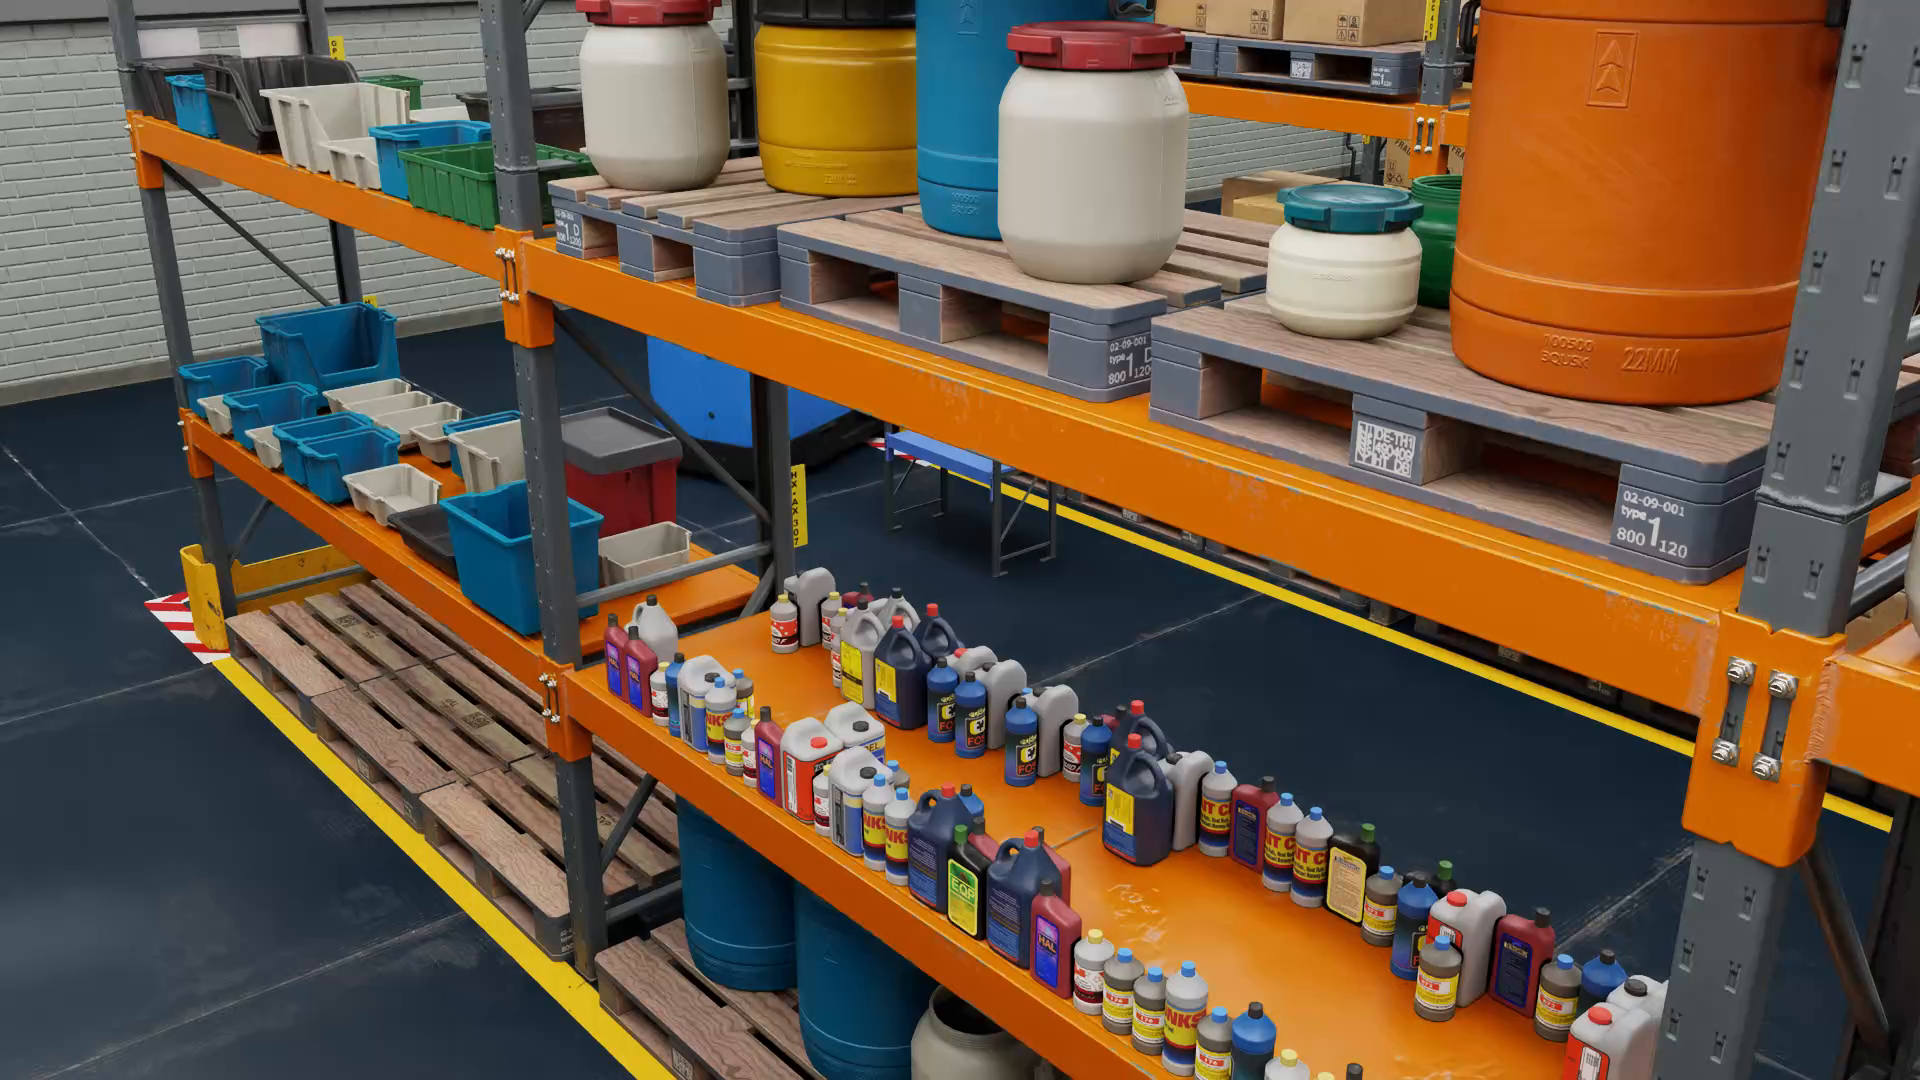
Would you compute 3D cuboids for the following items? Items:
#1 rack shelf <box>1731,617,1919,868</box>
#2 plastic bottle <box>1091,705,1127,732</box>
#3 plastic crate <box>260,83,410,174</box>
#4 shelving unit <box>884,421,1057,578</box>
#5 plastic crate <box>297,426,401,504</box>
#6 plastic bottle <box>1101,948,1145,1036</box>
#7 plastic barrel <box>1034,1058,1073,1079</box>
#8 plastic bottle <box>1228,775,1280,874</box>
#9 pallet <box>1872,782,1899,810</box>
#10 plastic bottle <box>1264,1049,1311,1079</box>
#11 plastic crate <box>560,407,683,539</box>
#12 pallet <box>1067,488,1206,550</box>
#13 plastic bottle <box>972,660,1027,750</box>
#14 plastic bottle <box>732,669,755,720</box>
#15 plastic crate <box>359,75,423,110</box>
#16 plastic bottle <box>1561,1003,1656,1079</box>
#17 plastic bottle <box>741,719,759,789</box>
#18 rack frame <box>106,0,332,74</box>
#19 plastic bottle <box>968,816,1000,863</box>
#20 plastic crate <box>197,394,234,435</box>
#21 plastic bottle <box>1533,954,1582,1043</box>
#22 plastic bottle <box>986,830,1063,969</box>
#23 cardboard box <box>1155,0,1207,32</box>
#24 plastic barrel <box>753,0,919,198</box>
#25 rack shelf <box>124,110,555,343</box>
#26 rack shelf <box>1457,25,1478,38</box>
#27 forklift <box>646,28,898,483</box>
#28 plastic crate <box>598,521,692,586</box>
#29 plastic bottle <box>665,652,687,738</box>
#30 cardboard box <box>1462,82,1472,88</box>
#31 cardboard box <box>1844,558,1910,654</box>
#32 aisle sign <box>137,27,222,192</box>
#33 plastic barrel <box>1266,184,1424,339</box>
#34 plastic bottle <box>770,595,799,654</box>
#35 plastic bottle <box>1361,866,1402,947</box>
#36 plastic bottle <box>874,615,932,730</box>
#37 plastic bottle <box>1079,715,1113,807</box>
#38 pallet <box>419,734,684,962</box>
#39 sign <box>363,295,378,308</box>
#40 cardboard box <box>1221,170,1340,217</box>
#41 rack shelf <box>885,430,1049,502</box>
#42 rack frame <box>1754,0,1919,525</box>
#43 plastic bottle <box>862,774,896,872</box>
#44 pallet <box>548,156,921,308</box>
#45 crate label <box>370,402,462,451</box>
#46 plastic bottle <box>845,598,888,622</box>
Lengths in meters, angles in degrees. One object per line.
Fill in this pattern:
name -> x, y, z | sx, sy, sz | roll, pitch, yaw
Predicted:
rack shelf -> 2.873, 0.730, 1.381 | 1.077, 0.370, 4.000 | -17, 27, -37
plastic bottle -> 0.451, 0.615, 4.962 | 0.061, 0.283, 0.133 | -17, 27, -37
plastic crate -> -2.442, -1.627, 6.575 | 0.437, 0.282, 0.530 | -17, 27, -37
shelving unit -> 0.056, -0.675, 10.150 | 0.538, 1.500, 1.048 | -17, 27, -37
plastic crate -> -2.687, -0.328, 7.356 | 0.416, 0.233, 0.300 | -17, 27, -37
plastic bottle -> 0.387, 1.060, 3.938 | 0.097, 0.201, 0.097 | 0, 21, 0
plastic barrel -> 0.498, 1.723, 4.703 | 0.600, 0.588, 0.708 | -17, 27, -37
plastic bottle -> 0.810, 0.767, 4.574 | 0.061, 0.283, 0.133 | -17, 27, -37
pallet -> 4.862, 1.122, 7.329 | 1.003, 0.211, 1.213 | -17, 27, -37
plastic bottle -> 0.705, 1.194, 3.594 | 0.097, 0.201, 0.097 | 0, 21, 0
plastic crate -> -1.436, -0.230, 6.789 | 0.402, 0.464, 0.583 | -17, 27, -37
pallet -> 1.471, -0.313, 10.994 | 1.003, 0.211, 1.213 | -17, 27, -37
plastic bottle -> 0.114, 0.501, 5.262 | 0.152, 0.276, 0.135 | -17, 27, -37
plastic bottle -> -0.709, 0.511, 5.339 | 0.097, 0.201, 0.097 | 0, 21, 0
plastic crate -> -2.794, -2.065, 7.821 | 0.450, 0.188, 0.336 | -17, 27, -37
plastic bottle -> 1.415, 1.136, 3.640 | 0.152, 0.276, 0.135 | -17, 27, -37
plastic bottle -> -0.609, 0.638, 5.014 | 0.097, 0.201, 0.097 | 0, 21, 0
rack frame -> -3.655, -3.765, 7.757 | 1.000, 3.000, 0.127 | -17, 27, -37
plastic bottle -> 0.072, 0.865, 4.323 | 0.061, 0.283, 0.133 | -17, 27, -37
plastic crate -> -3.596, -0.622, 8.238 | 0.250, 0.136, 0.298 | -17, 27, -37
plastic bottle -> 1.411, 1.069, 3.913 | 0.097, 0.201, 0.097 | 0, 21, 0
plastic bottle -> 0.162, 0.882, 4.187 | 0.144, 0.351, 0.185 | -17, 27, -37
cardboard box -> 1.571, -3.260, 9.732 | 0.700, 0.500, 0.500 | -16, 26, -35
plastic barrel -> -0.294, -1.342, 4.851 | 0.600, 0.588, 0.600 | 0, 21, 0
rack shelf -> -2.349, -1.481, 7.025 | 1.077, 0.370, 4.000 | -17, 27, -37
rack shelf -> 5.227, -3.812, 12.978 | 1.077, 0.370, 4.000 | -17, 27, -37
forklift -> -1.018, -2.240, 12.185 | 1.130, 2.935, 3.031 | 11, 24, 26
plastic crate -> -1.239, 0.066, 6.482 | 0.396, 0.136, 0.243 | -17, 27, -37
plastic bottle -> -0.888, 0.488, 5.302 | 0.097, 0.271, 0.097 | 0, 21, 0
cardboard box -> 4.347, -3.629, 13.720 | 0.500, 0.500, 0.500 | -16, 27, -36
cardboard box -> 4.309, 0.410, 7.662 | 1.225, 0.875, 0.875 | -17, 27, -37
aisle sign -> -3.927, -2.131, 8.247 | 0.394, 0.787, 0.004 | -17, 27, -37
plastic barrel -> 0.757, -0.550, 3.277 | 0.301, 0.262, 0.301 | 0, 21, 0
plastic bottle -> -0.624, 0.293, 5.895 | 0.097, 0.201, 0.097 | 0, 21, 0
plastic bottle -> 1.086, 0.932, 4.265 | 0.097, 0.201, 0.097 | 0, 21, 0
plastic bottle -> -0.184, 0.418, 5.371 | 0.144, 0.351, 0.185 | -17, 27, -37
plastic bottle -> 0.403, 0.644, 4.903 | 0.097, 0.271, 0.097 | 0, 21, 0
pallet -> -1.553, 1.238, 7.033 | 1.003, 0.211, 1.213 | -17, 27, -37
sign -> -3.248, -1.183, 9.167 | 0.100, 0.325, 0.005 | -17, 27, -37
cardboard box -> 1.931, -1.937, 10.086 | 0.500, 0.500, 0.500 | -19, 28, -39
rack shelf -> 0.056, -0.507, 10.216 | 0.538, 0.185, 1.000 | -17, 27, -37
rack frame -> 1.567, -1.555, 2.114 | 1.000, 3.000, 0.127 | -17, 27, -37
plastic bottle -> -0.219, 0.771, 4.580 | 0.097, 0.271, 0.097 | 0, 21, 0
pallet -> -0.458, -0.982, 5.023 | 1.213, 0.211, 1.003 | -17, 27, -37
crate label -> -2.607, -0.540, 8.028 | 0.396, 0.136, 0.243 | -17, 27, -37
plastic bottle -> -0.303, 0.324, 5.713 | 0.152, 0.276, 0.135 | -17, 27, -37
